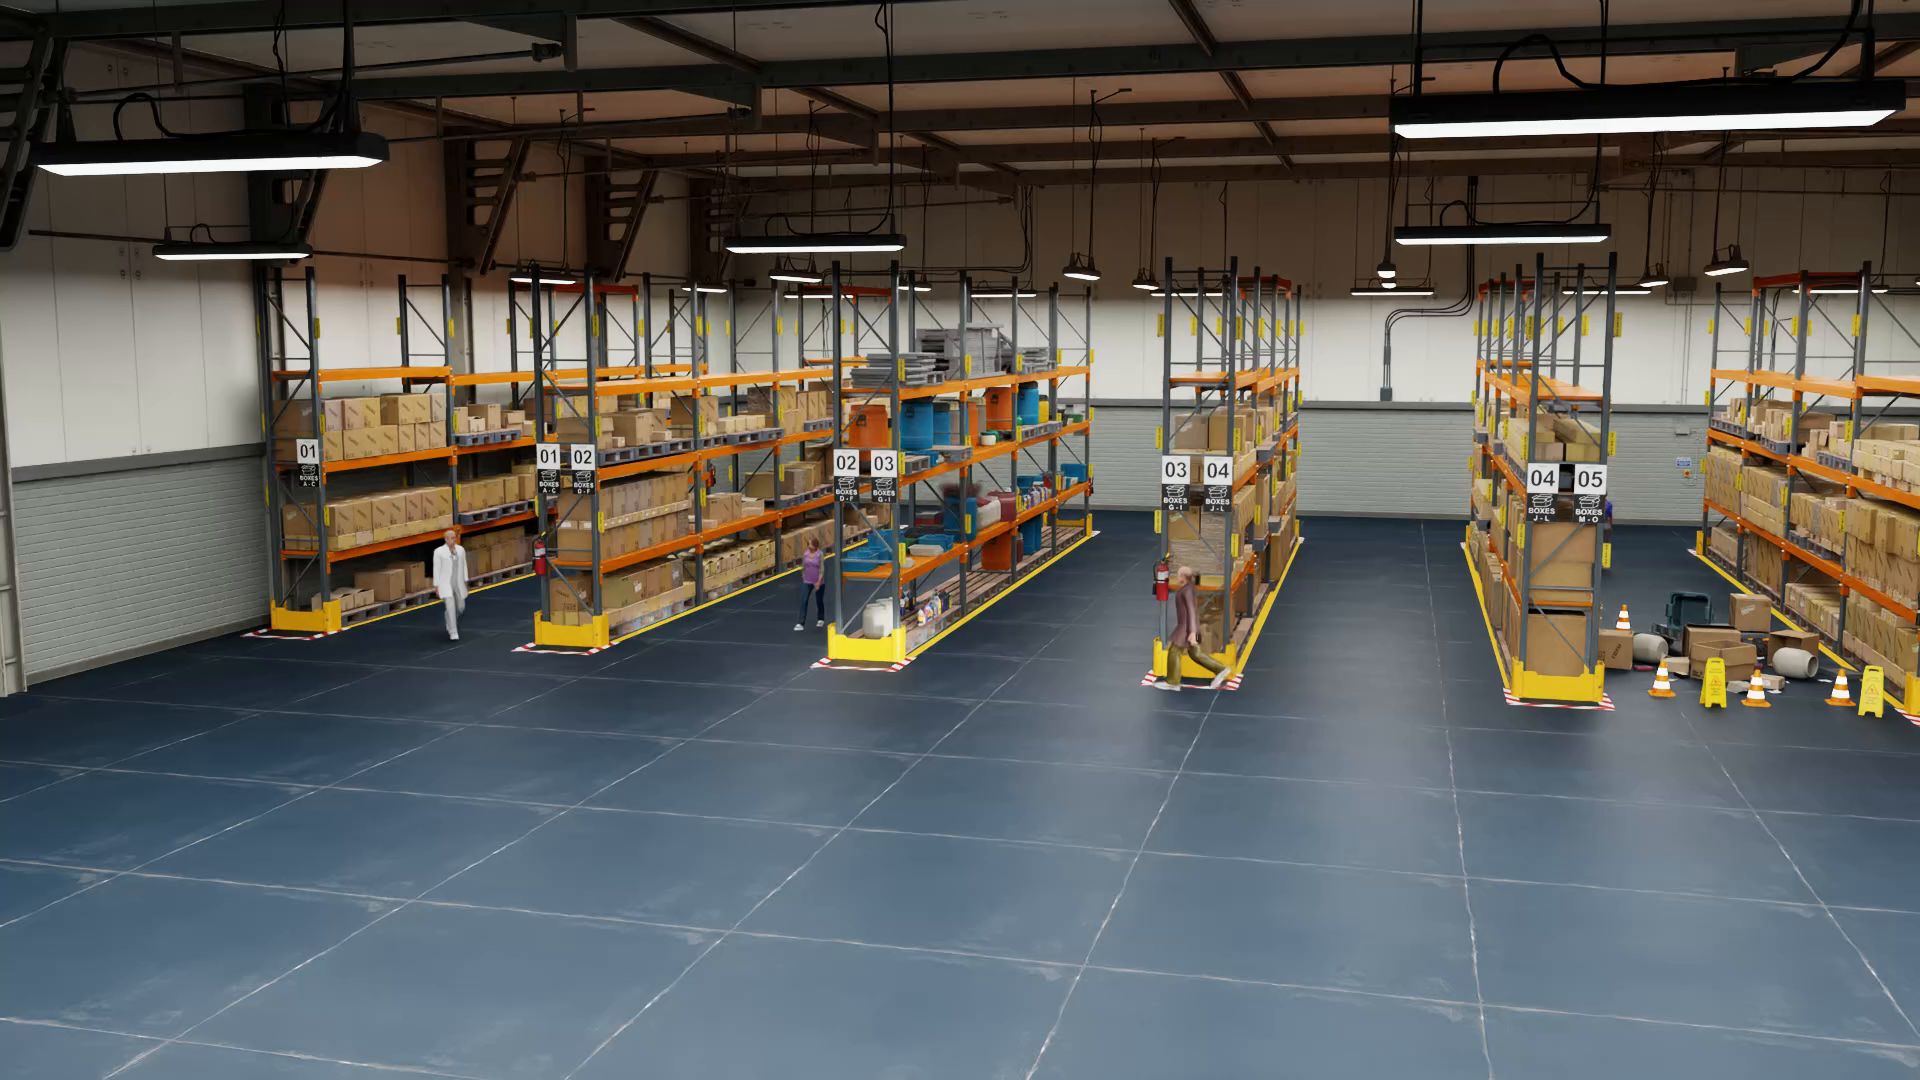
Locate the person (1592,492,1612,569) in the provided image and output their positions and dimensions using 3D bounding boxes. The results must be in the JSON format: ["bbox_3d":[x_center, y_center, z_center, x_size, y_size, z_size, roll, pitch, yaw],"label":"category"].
[{"bbox_3d":[13.428,-0.225,34.858,0.505,1.679,0.369,-2,7,-15],"label":"person"}]

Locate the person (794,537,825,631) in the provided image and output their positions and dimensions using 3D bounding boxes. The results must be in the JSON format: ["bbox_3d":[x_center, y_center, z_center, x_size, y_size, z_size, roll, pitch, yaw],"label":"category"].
[{"bbox_3d":[-2.461,0.720,27.581,0.438,1.549,0.945,1,7,7],"label":"person"}]

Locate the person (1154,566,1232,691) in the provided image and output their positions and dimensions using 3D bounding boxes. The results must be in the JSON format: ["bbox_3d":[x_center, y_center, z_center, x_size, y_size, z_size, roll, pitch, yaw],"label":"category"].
[{"bbox_3d":[3.230,1.206,22.985,1.057,1.700,0.650,1,7,11],"label":"person"}]

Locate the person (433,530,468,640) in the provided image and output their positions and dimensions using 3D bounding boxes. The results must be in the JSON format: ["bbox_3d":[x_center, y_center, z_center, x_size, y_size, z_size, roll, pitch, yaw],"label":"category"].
[{"bbox_3d":[-8.267,0.711,26.947,0.594,1.736,0.869,-5,9,-35],"label":"person"}]
